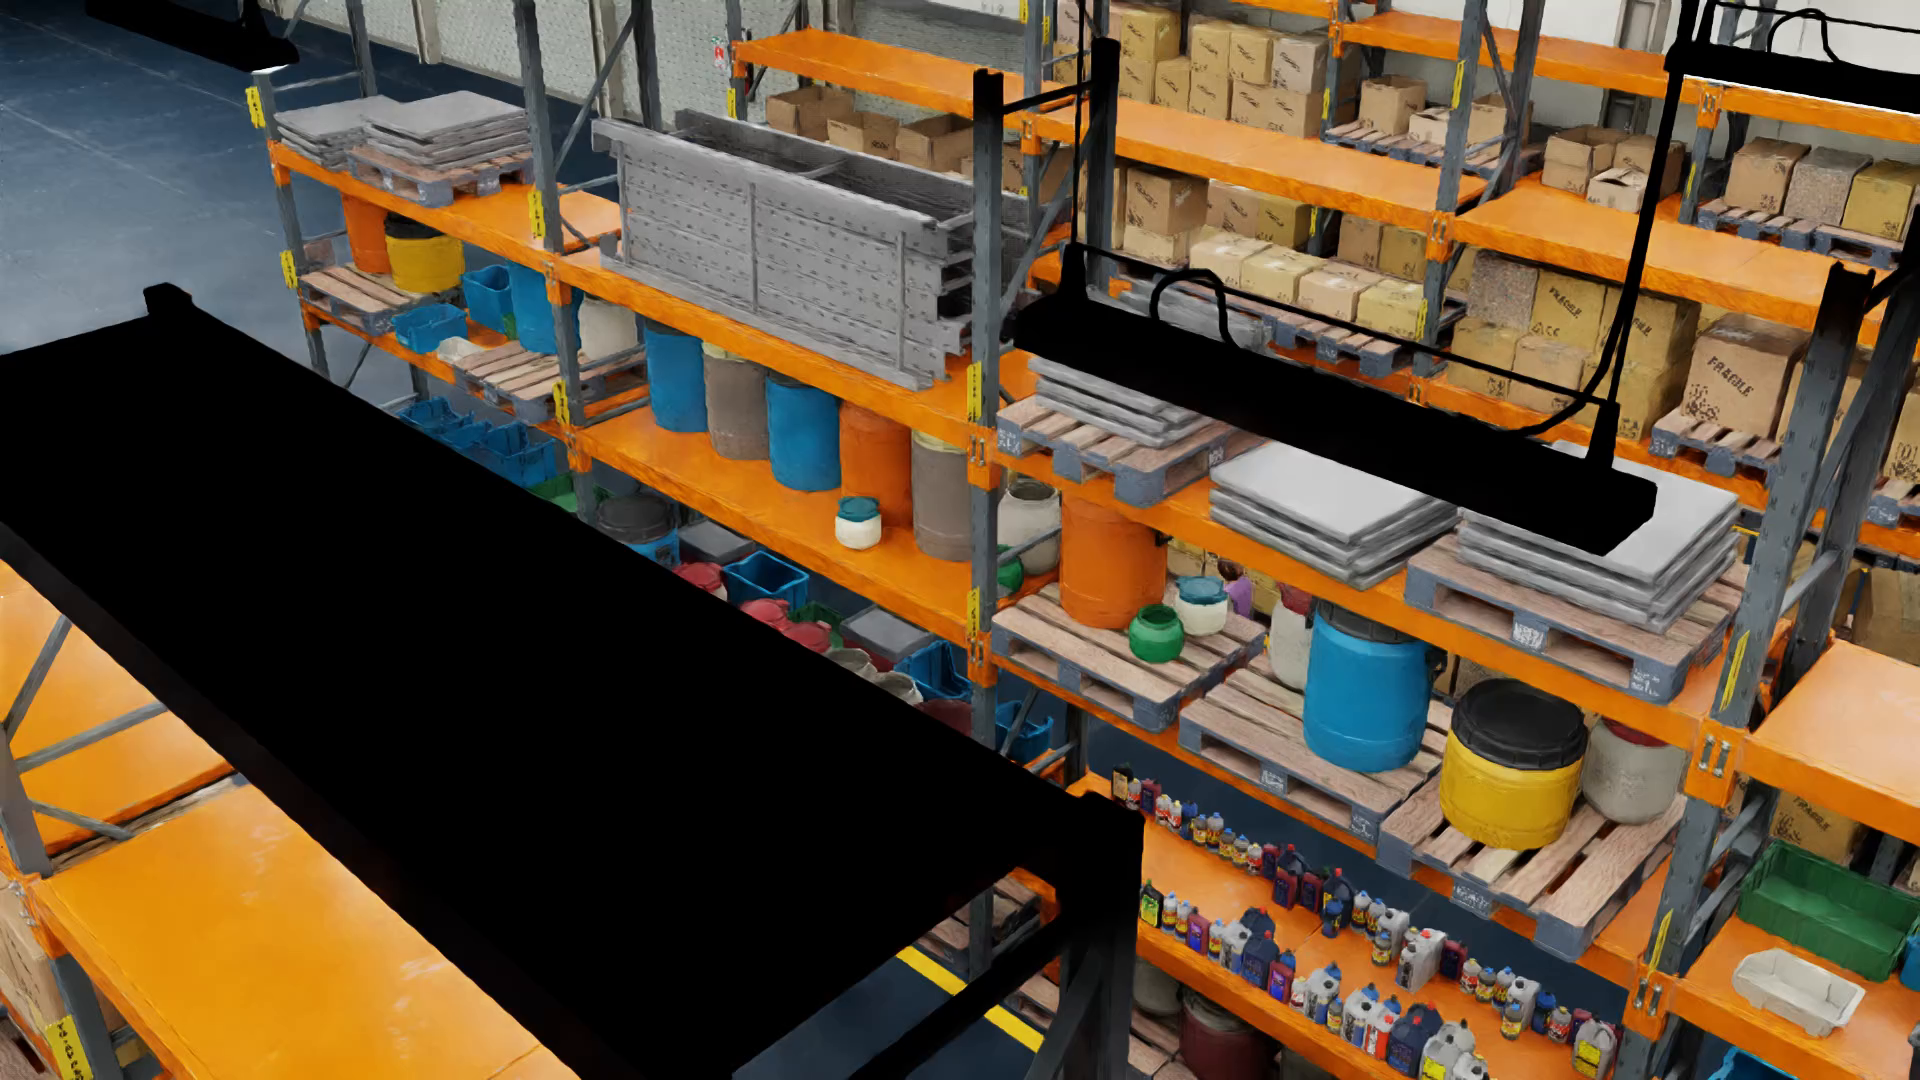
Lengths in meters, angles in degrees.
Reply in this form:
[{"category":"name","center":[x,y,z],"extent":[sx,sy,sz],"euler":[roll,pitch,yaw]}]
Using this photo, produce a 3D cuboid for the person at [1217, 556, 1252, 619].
[{"category":"person","center":[2.178,0.793,13.255],"extent":[0.417,1.517,1.037],"euler":[-25,38,-37]}]
